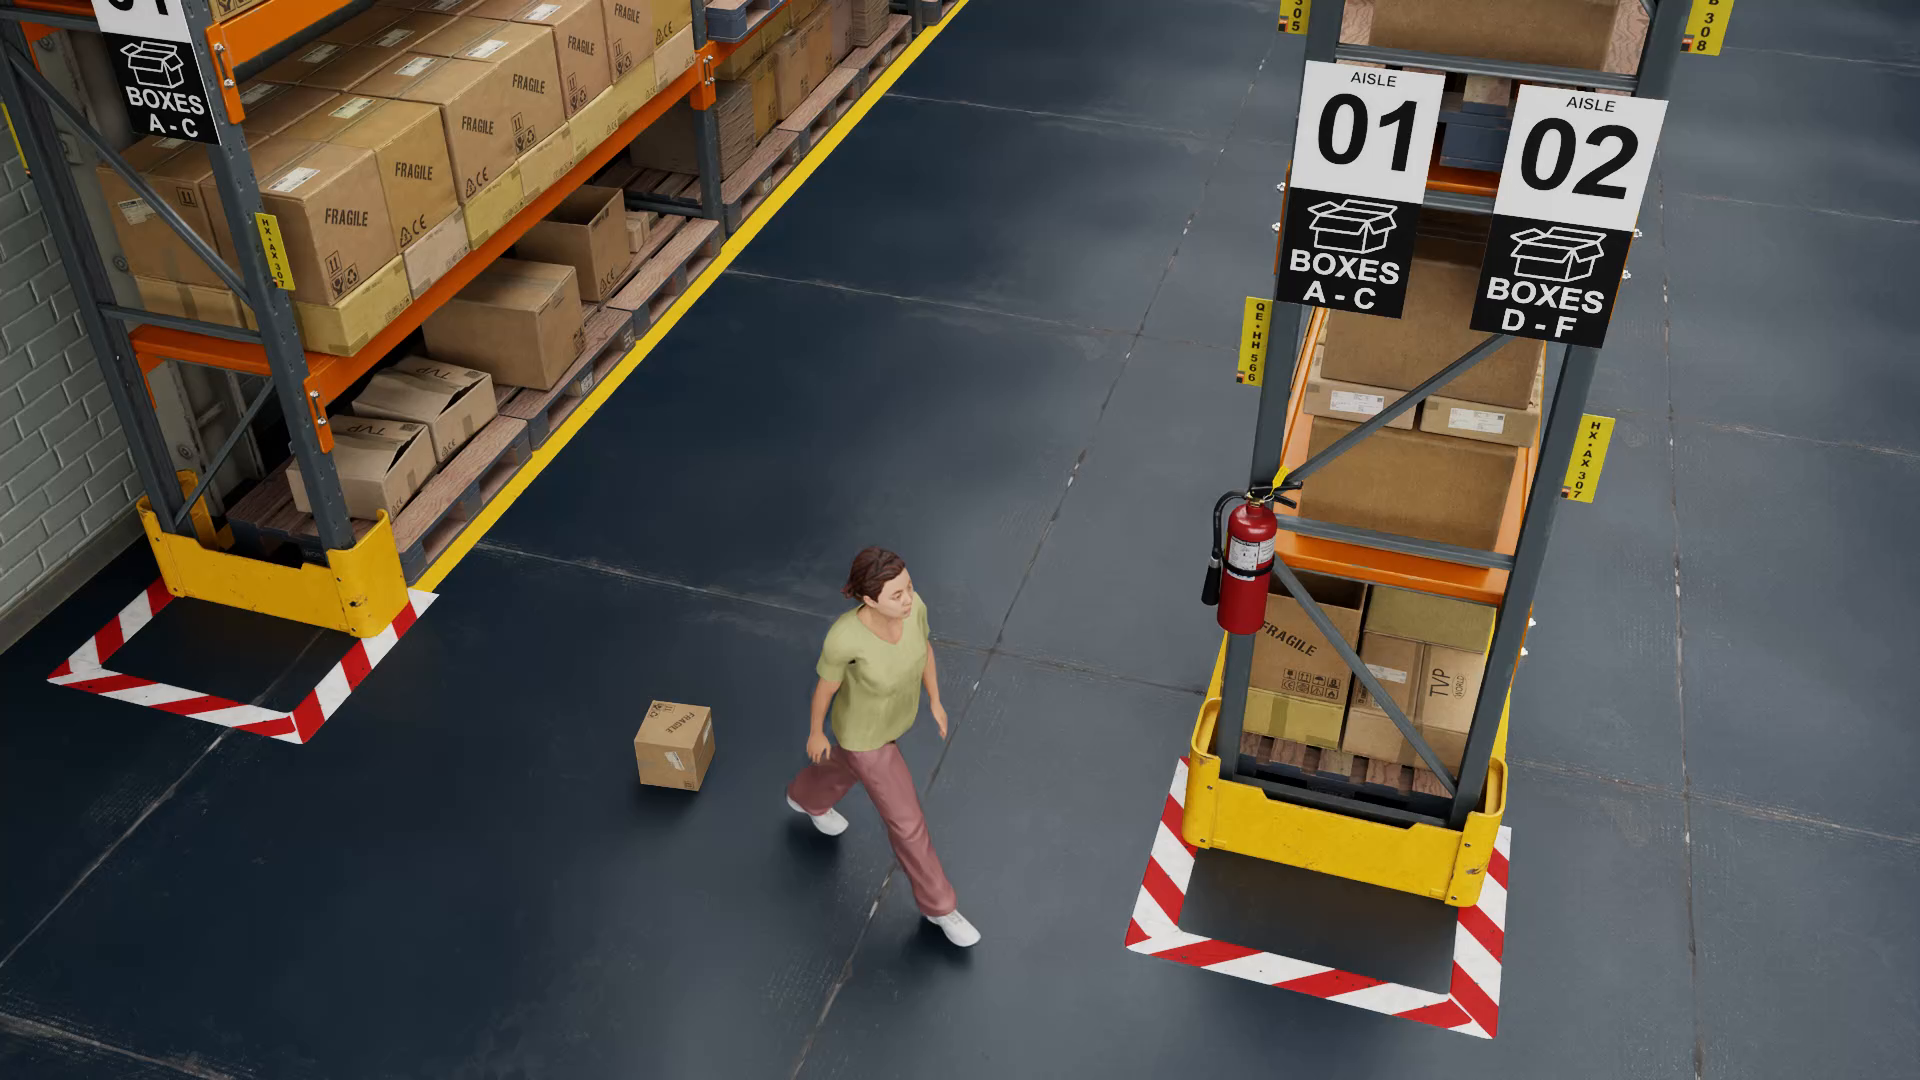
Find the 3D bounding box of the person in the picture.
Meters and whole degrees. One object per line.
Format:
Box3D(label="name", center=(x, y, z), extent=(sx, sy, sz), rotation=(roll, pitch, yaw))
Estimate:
Box3D(label="person", center=(-0.281, 0.656, 6.046), extent=(1.058, 1.610, 0.467), rotation=(26, 44, 30))
